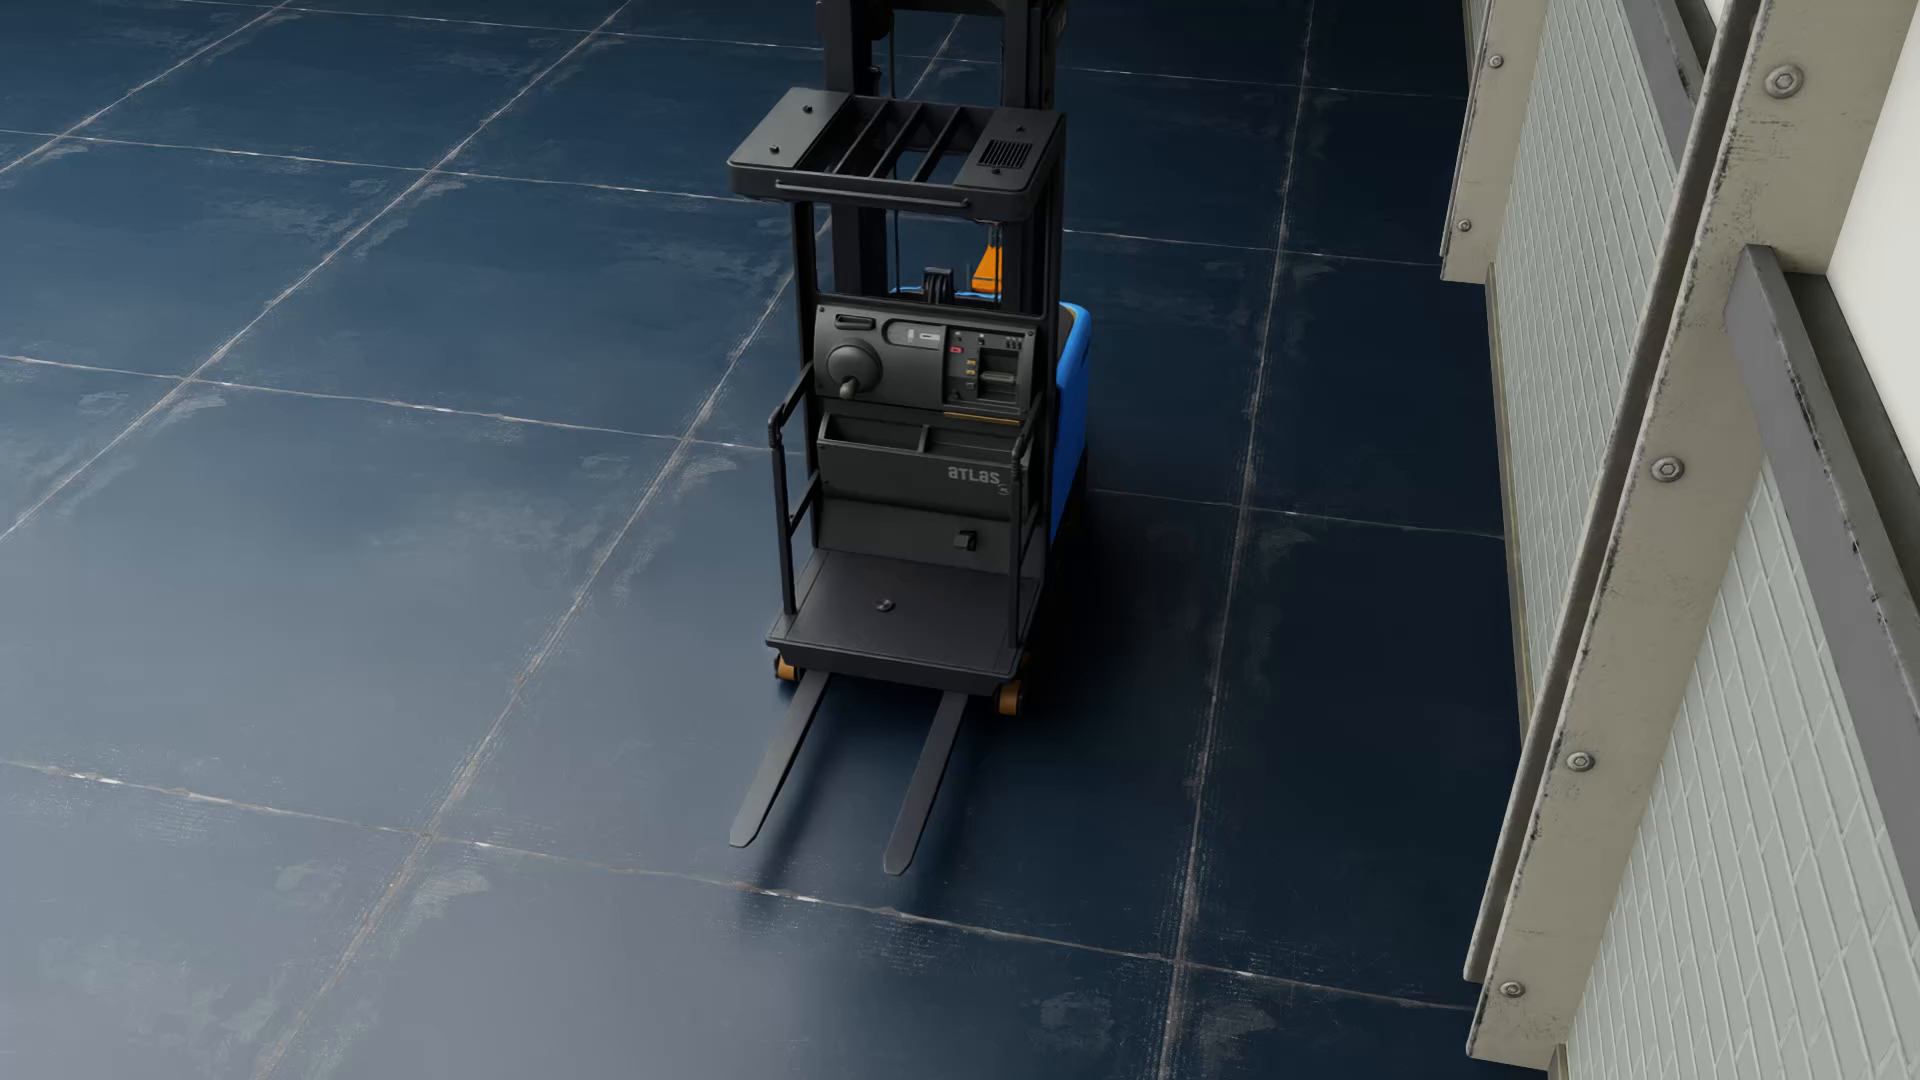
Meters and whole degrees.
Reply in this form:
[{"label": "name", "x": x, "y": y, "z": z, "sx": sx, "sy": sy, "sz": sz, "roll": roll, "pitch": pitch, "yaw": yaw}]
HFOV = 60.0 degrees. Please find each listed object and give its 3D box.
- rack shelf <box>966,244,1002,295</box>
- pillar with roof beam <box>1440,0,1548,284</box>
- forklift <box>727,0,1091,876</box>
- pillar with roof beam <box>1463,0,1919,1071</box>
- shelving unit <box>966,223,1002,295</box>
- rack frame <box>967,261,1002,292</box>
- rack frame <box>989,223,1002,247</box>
[{"label": "rack shelf", "x": 0.211, "y": -1.307, "z": 8.361, "sx": 0.258, "sy": 0.148, "sz": 0.480, "roll": 8, "pitch": 37, "yaw": 11}, {"label": "pillar with roof beam", "x": -0.972, "y": -5.924, "z": 8.755, "sx": 9.100, "sy": 9.000, "sz": 0.400, "roll": 7, "pitch": 37, "yaw": 10}, {"label": "forklift", "x": -0.196, "y": -0.673, "z": 6.681, "sx": 1.130, "sy": 2.935, "sz": 3.031, "roll": 8, "pitch": 37, "yaw": 11}, {"label": "pillar with roof beam", "x": -2.253, "y": -2.484, "z": 4.009, "sx": 9.100, "sy": 9.000, "sz": 0.400, "roll": 7, "pitch": 37, "yaw": 10}, {"label": "shelving unit", "x": 0.211, "y": -0.989, "z": 8.592, "sx": 0.258, "sy": 1.200, "sz": 0.503, "roll": 8, "pitch": 37, "yaw": 11}, {"label": "rack frame", "x": 0.155, "y": -0.850, "z": 8.400, "sx": 0.240, "sy": 1.200, "sz": 0.015, "roll": 8, "pitch": 37, "yaw": 11}, {"label": "rack frame", "x": 0.268, "y": -1.128, "z": 8.784, "sx": 0.240, "sy": 1.200, "sz": 0.015, "roll": 8, "pitch": 37, "yaw": 11}]
